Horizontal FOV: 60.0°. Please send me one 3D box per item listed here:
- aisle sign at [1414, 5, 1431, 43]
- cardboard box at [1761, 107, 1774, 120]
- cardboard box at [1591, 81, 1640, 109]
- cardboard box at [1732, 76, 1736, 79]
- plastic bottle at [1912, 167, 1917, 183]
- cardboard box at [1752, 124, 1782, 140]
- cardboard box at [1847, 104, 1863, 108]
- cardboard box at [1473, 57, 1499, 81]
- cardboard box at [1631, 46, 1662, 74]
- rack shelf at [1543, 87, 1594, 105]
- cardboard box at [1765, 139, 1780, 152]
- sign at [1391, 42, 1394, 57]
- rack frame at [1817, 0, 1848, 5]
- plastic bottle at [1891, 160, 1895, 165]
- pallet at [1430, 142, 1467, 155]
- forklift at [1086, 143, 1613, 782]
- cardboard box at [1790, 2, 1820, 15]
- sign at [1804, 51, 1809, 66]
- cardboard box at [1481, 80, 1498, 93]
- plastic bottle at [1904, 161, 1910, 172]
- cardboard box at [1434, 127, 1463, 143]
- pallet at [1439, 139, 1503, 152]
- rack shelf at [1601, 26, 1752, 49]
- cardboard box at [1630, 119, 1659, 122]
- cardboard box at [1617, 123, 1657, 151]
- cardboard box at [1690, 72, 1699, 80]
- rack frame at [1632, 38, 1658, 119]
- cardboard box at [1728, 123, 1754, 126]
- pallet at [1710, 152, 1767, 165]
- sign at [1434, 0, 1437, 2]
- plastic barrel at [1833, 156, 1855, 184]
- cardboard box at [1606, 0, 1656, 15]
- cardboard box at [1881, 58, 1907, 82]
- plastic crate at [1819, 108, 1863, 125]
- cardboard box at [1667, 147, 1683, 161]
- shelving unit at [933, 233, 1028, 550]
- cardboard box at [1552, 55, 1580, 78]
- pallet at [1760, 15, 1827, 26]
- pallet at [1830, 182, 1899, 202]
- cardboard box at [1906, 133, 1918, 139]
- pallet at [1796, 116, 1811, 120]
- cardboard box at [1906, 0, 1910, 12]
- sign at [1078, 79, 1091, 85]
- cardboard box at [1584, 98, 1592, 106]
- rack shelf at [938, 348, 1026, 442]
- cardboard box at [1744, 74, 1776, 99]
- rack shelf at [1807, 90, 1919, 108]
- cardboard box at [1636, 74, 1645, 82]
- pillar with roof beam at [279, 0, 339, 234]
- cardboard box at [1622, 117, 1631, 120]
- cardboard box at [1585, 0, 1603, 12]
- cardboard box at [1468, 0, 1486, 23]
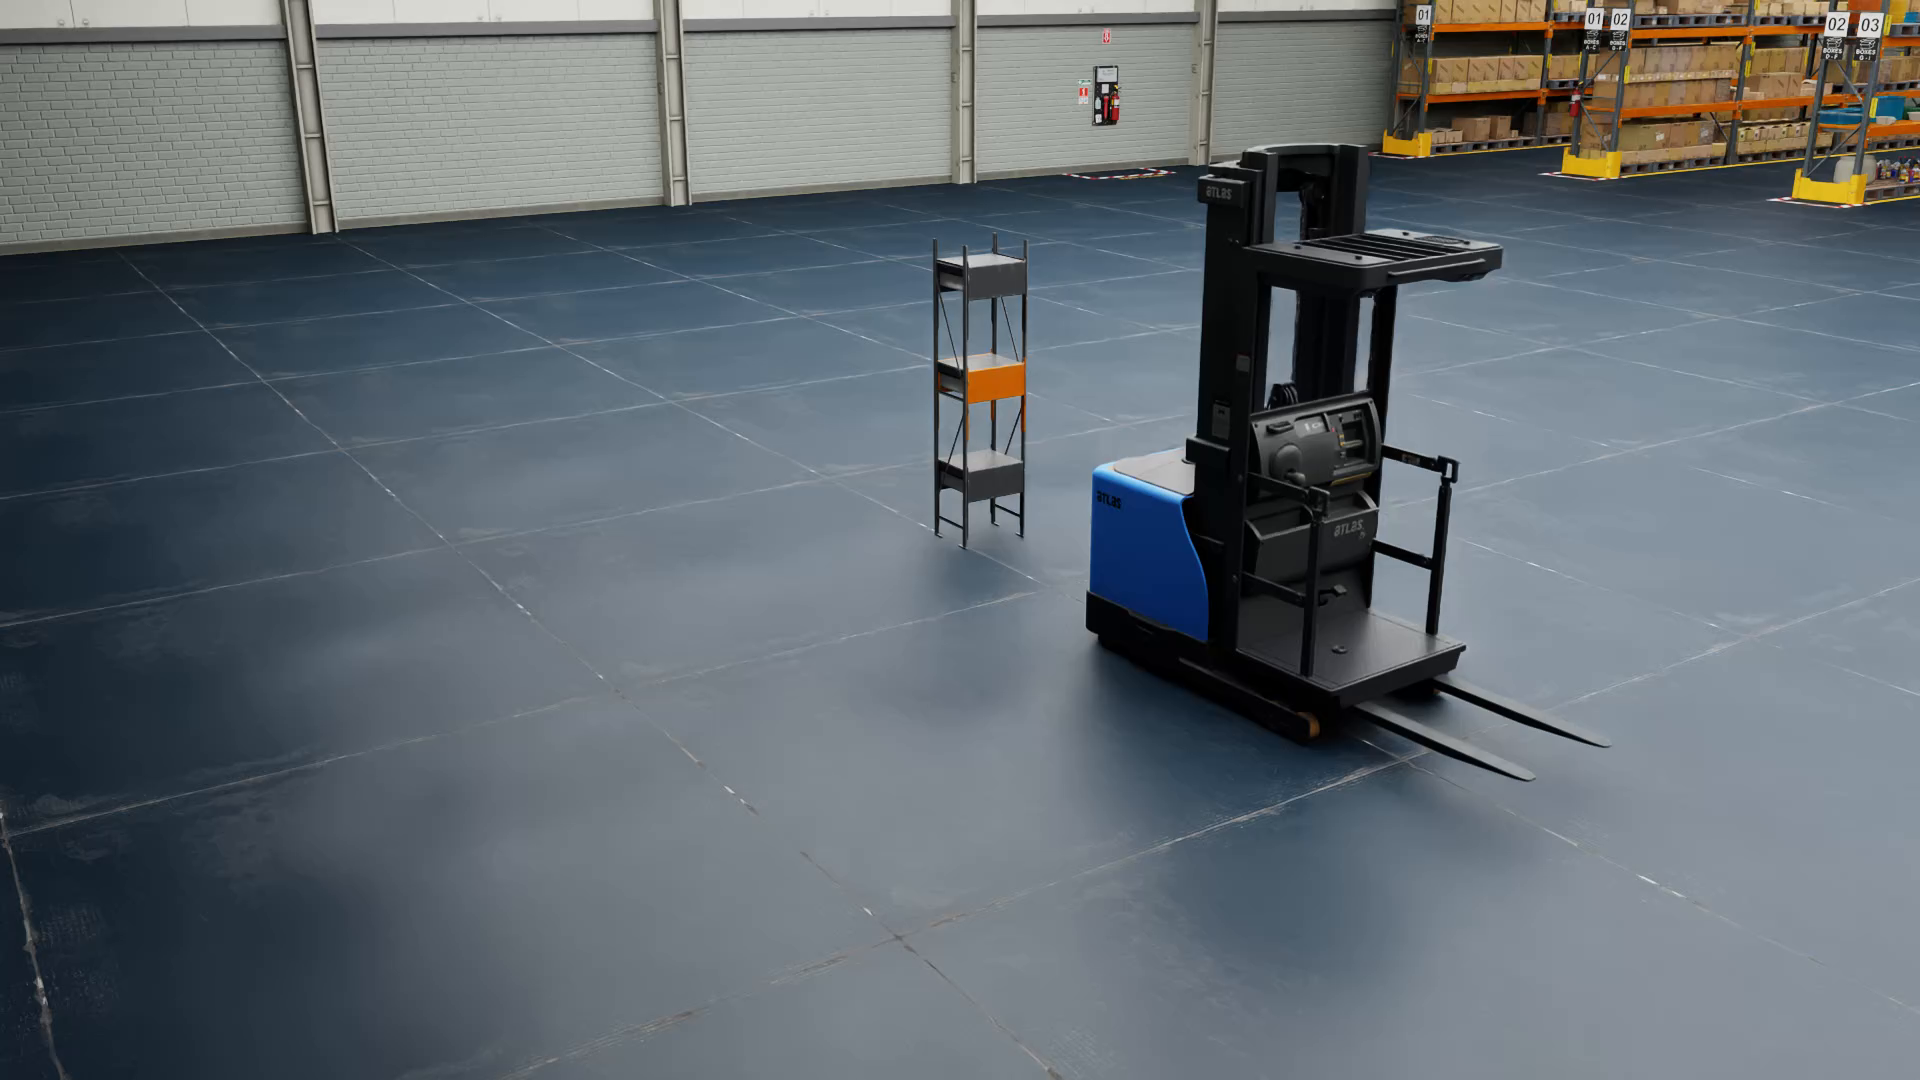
[{"bbox_3d":[10.092,-11.248,36.274,0.004,0.787,0.394,-12,22,-31],"label":"aisle sign"},{"bbox_3d":[21.112,-11.430,44.118,0.500,0.500,0.700,-12,22,-32],"label":"cardboard box"},{"bbox_3d":[13.112,-8.912,33.265,0.500,0.500,0.700,-12,22,-31],"label":"cardboard box"},{"bbox_3d":[19.685,-11.928,42.704,0.250,0.149,0.380,-11,22,-30],"label":"cardboard box"},{"bbox_3d":[17.408,-6.672,30.370,0.097,0.271,0.097,0,19,0],"label":"plastic bottle"},{"bbox_3d":[17.391,-8.836,35.961,0.500,0.311,0.500,-13,22,-33],"label":"cardboard box"},{"bbox_3d":[20.945,-9.994,38.668,0.500,0.250,0.500,-12,22,-32],"label":"cardboard box"},{"bbox_3d":[11.829,-10.675,37.669,0.500,0.500,0.500,-11,22,-30],"label":"cardboard box"},{"bbox_3d":[13.593,-9.630,33.363,0.500,0.500,0.700,-13,22,-33],"label":"cardboard box"},{"bbox_3d":[14.999,-10.826,40.207,4.000,0.370,1.077,-12,22,-31],"label":"rack shelf"},{"bbox_3d":[17.388,-8.573,36.057,0.500,0.250,0.500,-13,22,-33],"label":"cardboard box"},{"bbox_3d":[9.699,-10.960,37.179,0.005,0.325,0.100,-12,22,-31],"label":"sign"},{"bbox_3d":[19.397,-13.037,36.255,0.127,3.000,1.000,-12,22,-31],"label":"rack frame"},{"bbox_3d":[17.556,-7.004,31.332,0.133,0.283,0.061,-11,21,-29],"label":"plastic bottle"},{"bbox_3d":[10.749,-8.936,37.847,1.213,0.211,1.003,-12,22,-31],"label":"pallet"},{"bbox_3d":[2.025,-0.512,8.682,1.130,2.935,3.031,-13,23,-34],"label":"forklift"},{"bbox_3d":[18.137,-11.454,35.835,0.500,0.250,0.500,-12,22,-32],"label":"cardboard box"},{"bbox_3d":[19.090,-10.849,37.468,0.005,0.325,0.100,-12,22,-31],"label":"sign"},{"bbox_3d":[11.848,-10.321,37.793,0.500,0.250,0.500,-12,22,-31],"label":"cardboard box"},{"bbox_3d":[17.820,-6.991,31.314,0.097,0.271,0.097,0,19,0],"label":"plastic bottle"},{"bbox_3d":[11.091,-9.243,37.912,0.500,0.311,0.500,-10,21,-27],"label":"cardboard box"},{"bbox_3d":[11.767,-9.149,38.479,1.213,0.211,1.003,-12,22,-31],"label":"pallet"},{"bbox_3d":[14.385,-10.218,33.725,4.000,0.370,1.077,-12,22,-31],"label":"rack shelf"},{"bbox_3d":[14.245,-8.479,34.608,0.500,0.500,0.500,-12,22,-31],"label":"cardboard box"},{"bbox_3d":[13.702,-8.161,33.666,0.500,0.500,0.500,-12,22,-31],"label":"cardboard box"},{"bbox_3d":[14.885,-9.516,34.041,0.250,0.149,0.380,-11,22,-30],"label":"cardboard box"},{"bbox_3d":[16.669,-11.519,41.134,0.127,3.000,1.000,-12,22,-31],"label":"rack frame"},{"bbox_3d":[17.086,-8.981,36.387,0.500,0.311,0.500,-12,22,-32],"label":"cardboard box"},{"bbox_3d":[16.650,-8.309,35.993,1.213,0.211,1.003,-12,22,-31],"label":"pallet"},{"bbox_3d":[10.286,-11.800,35.916,0.005,0.325,0.100,-12,22,-31],"label":"sign"},{"bbox_3d":[15.944,-6.617,29.862,0.421,0.512,0.421,0,19,0],"label":"plastic barrel"},{"bbox_3d":[13.197,-10.621,32.758,0.637,0.503,0.797,-10,21,-28],"label":"cardboard box"},{"bbox_3d":[21.296,-10.818,38.248,0.700,0.500,0.500,16,24,39],"label":"cardboard box"},{"bbox_3d":[15.690,-7.558,29.648,0.616,0.251,0.499,-12,22,-31],"label":"plastic crate"},{"bbox_3d":[14.539,-7.981,34.305,0.500,0.250,0.500,-12,22,-31],"label":"cardboard box"},{"bbox_3d":[0.138,-1.024,11.495,0.503,2.100,0.431,-12,22,-31],"label":"shelving unit"},{"bbox_3d":[14.243,-11.247,39.487,0.500,0.500,0.700,-9,21,-26],"label":"cardboard box"},{"bbox_3d":[17.947,-11.185,35.757,1.213,0.211,1.003,-11,21,-29],"label":"pallet"},{"bbox_3d":[16.155,-6.307,30.070,1.213,0.211,1.003,-12,22,-31],"label":"pallet"},{"bbox_3d":[22.065,-9.675,38.895,0.500,0.500,0.500,-12,22,-31],"label":"cardboard box"},{"bbox_3d":[22.726,-11.445,45.270,1.213,0.211,1.003,-12,22,-31],"label":"pallet"},{"bbox_3d":[21.164,-12.309,37.819,0.600,0.600,0.600,-13,23,-34],"label":"cardboard box"},{"bbox_3d":[2.491,-9.179,33.329,0.331,0.109,0.001,-12,22,-31],"label":"sign"},{"bbox_3d":[15.159,-10.582,40.408,0.500,0.250,0.500,-12,22,-32],"label":"cardboard box"},{"bbox_3d":[0.138,-1.011,11.499,0.480,0.518,0.431,-12,22,-31],"label":"rack shelf"},{"bbox_3d":[17.146,-9.761,35.778,0.500,0.500,0.500,-10,21,-28],"label":"cardboard box"},{"bbox_3d":[21.067,-10.206,38.373,4.000,0.370,1.077,-12,22,-31],"label":"rack shelf"},{"bbox_3d":[13.380,-9.199,33.102,0.250,0.149,0.380,-13,22,-33],"label":"cardboard box"},{"bbox_3d":[-7.580,-7.928,21.143,0.400,9.000,9.100,-12,22,-31],"label":"pillar with roof beam"},{"bbox_3d":[16.096,-10.402,41.047,0.500,0.500,0.700,-12,22,-31],"label":"cardboard box"},{"bbox_3d":[14.859,-12.774,39.350,0.500,0.500,0.500,-13,23,-33],"label":"cardboard box"},{"bbox_3d":[11.304,-11.757,36.967,0.500,0.500,0.500,-11,21,-29],"label":"cardboard box"}]
